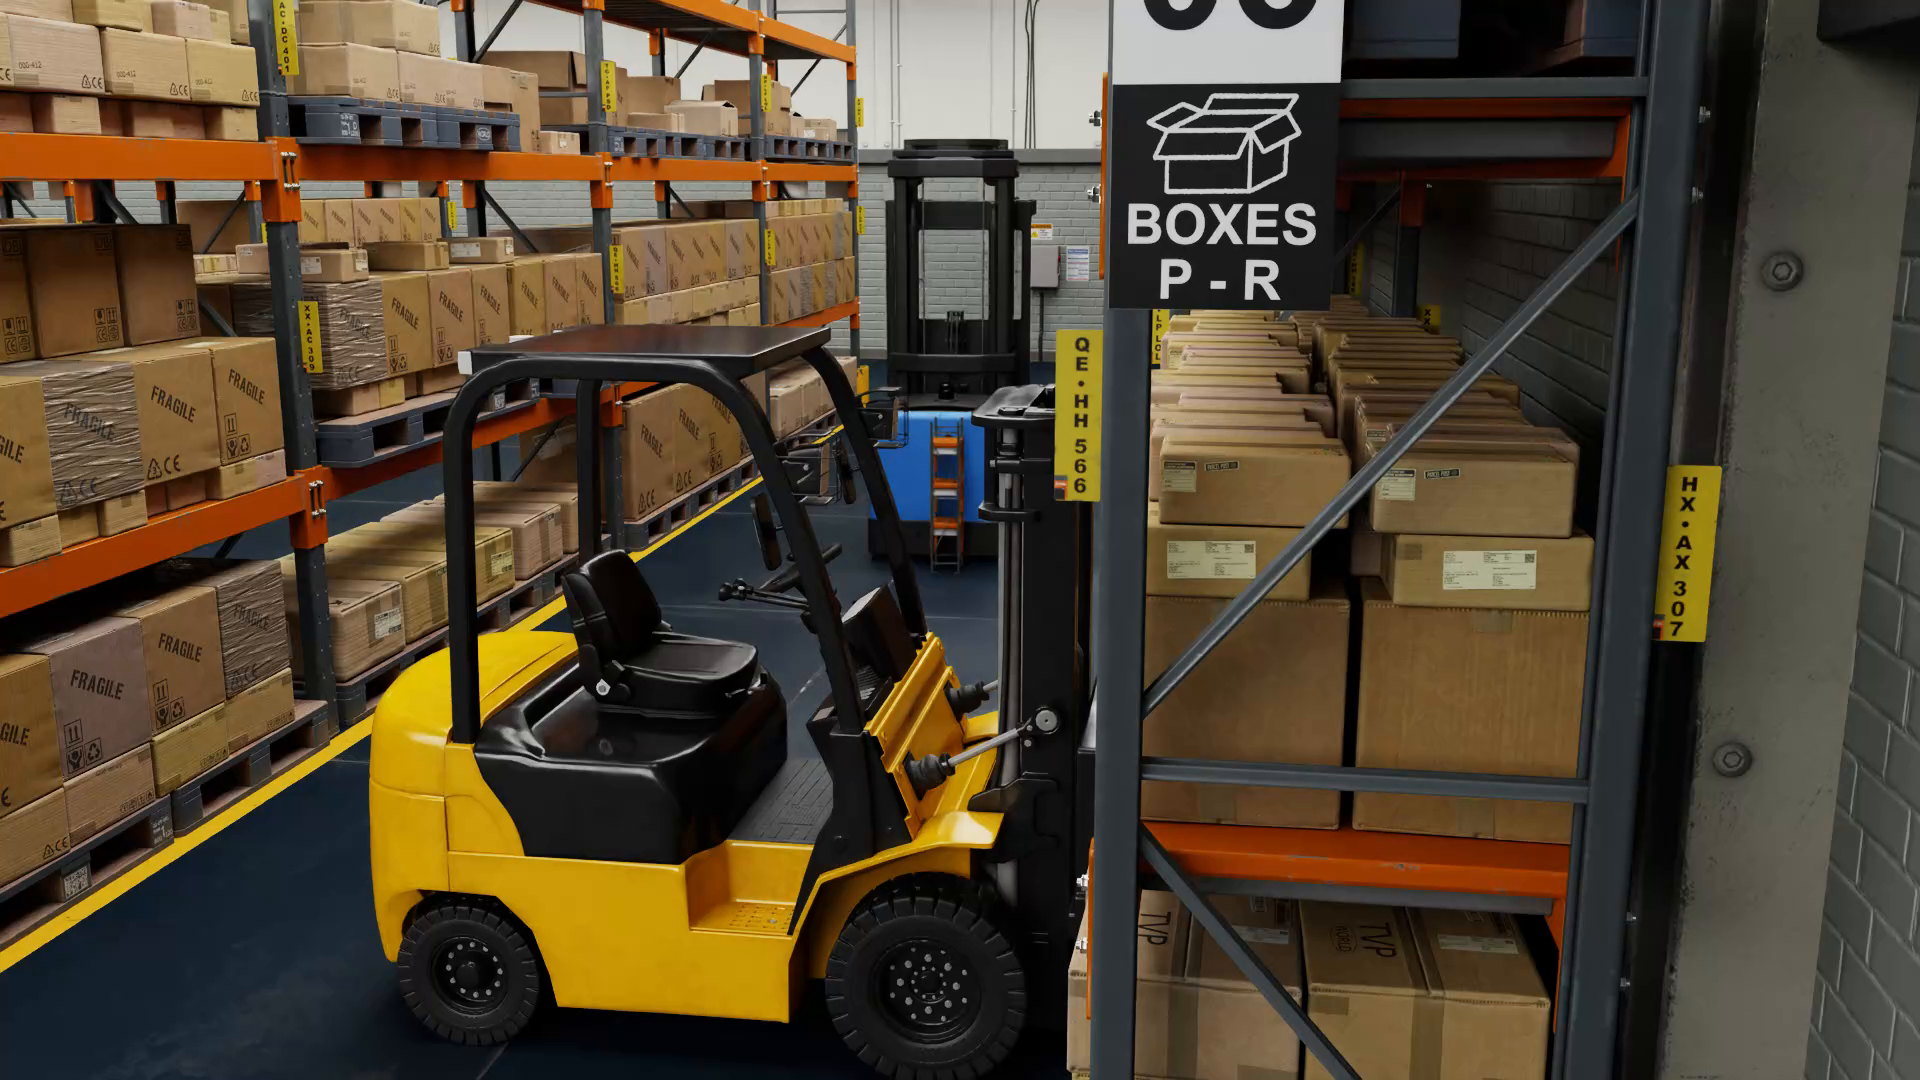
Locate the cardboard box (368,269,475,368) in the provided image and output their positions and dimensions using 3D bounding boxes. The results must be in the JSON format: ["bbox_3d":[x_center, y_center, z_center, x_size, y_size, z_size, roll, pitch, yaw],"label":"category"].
[{"bbox_3d":[-3.004,-1.219,9.091,0.500,0.500,0.500,2,12,8],"label":"cardboard box"}]

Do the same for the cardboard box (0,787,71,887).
[{"bbox_3d":[-3.586,1.068,5.948,0.500,0.250,0.500,3,12,12],"label":"cardboard box"}]

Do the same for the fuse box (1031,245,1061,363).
[{"bbox_3d":[1.217,-3.469,24.528,0.539,1.711,0.414,2,12,9],"label":"fuse box"}]

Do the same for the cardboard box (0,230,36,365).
[{"bbox_3d":[-4.012,-0.914,6.297,0.700,0.500,0.500,2,12,7],"label":"cardboard box"}]

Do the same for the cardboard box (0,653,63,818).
[{"bbox_3d":[-3.579,0.703,5.860,0.500,0.500,0.500,2,12,10],"label":"cardboard box"}]

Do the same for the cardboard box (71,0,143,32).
[{"bbox_3d":[-3.362,-2.019,6.325,0.380,0.149,0.250,2,12,10],"label":"cardboard box"}]

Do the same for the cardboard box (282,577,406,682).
[{"bbox_3d":[-3.448,0.445,8.548,0.950,0.372,0.625,2,12,9],"label":"cardboard box"}]

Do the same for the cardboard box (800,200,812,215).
[{"bbox_3d":[-1.738,-3.419,17.085,0.380,0.149,0.250,2,12,9],"label":"cardboard box"}]

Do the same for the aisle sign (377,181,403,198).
[{"bbox_3d":[-6.872,-4.458,19.887,0.394,0.787,0.004,2,12,9],"label":"aisle sign"}]

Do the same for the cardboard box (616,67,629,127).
[{"bbox_3d":[-2.926,-3.454,13.047,0.500,0.500,0.500,2,12,9],"label":"cardboard box"}]

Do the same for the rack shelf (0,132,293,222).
[{"bbox_3d":[-3.833,-1.223,5.636,1.077,0.370,4.000,2,12,9],"label":"rack shelf"}]

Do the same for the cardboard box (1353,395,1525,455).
[{"bbox_3d":[1.180,-0.266,4.125,0.380,0.149,0.250,2,12,9],"label":"cardboard box"}]

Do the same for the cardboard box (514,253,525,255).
[{"bbox_3d":[-3.208,-1.671,11.186,0.500,0.500,0.500,2,12,7],"label":"cardboard box"}]

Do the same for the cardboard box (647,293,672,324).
[{"bbox_3d":[-2.508,-1.733,12.586,0.500,0.250,0.500,2,12,10],"label":"cardboard box"}]

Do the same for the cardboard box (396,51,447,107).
[{"bbox_3d":[-2.963,-2.337,8.458,0.500,0.250,0.500,2,12,8],"label":"cardboard box"}]

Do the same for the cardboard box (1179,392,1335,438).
[{"bbox_3d":[0.744,-0.282,4.198,0.380,0.149,0.250,2,12,9],"label":"cardboard box"}]

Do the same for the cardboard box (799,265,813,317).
[{"bbox_3d":[-1.800,-2.536,16.904,0.500,0.500,0.500,2,12,9],"label":"cardboard box"}]

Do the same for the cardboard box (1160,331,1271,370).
[{"bbox_3d":[0.915,-0.658,5.945,0.380,0.149,0.250,2,12,10],"label":"cardboard box"}]

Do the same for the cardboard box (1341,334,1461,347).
[{"bbox_3d":[1.545,-0.639,5.856,0.380,0.149,0.250,2,12,8],"label":"cardboard box"}]

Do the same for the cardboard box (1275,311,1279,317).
[{"bbox_3d":[2.145,-1.489,10.506,0.380,0.149,0.250,2,12,10],"label":"cardboard box"}]

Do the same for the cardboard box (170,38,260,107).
[{"bbox_3d":[-3.328,-1.962,7.008,0.500,0.250,0.500,2,12,8],"label":"cardboard box"}]

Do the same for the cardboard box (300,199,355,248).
[{"bbox_3d":[-6.719,-3.311,17.419,0.500,0.500,0.500,2,12,10],"label":"cardboard box"}]

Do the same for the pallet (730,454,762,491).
[{"bbox_3d":[-2.340,-0.664,15.073,1.003,0.211,1.213,2,12,9],"label":"pallet"}]

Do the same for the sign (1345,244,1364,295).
[{"bbox_3d":[2.544,-1.746,10.727,0.100,0.325,0.005,2,12,9],"label":"sign"}]

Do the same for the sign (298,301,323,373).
[{"bbox_3d":[-2.988,-0.932,7.643,0.100,0.325,0.005,2,12,9],"label":"sign"}]

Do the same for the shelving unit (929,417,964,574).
[{"bbox_3d":[-0.089,-0.309,11.434,0.215,1.050,0.252,1,12,6],"label":"shelving unit"}]

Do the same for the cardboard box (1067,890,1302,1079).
[{"bbox_3d":[0.527,1.012,3.833,0.500,0.250,0.500,2,12,11],"label":"cardboard box"}]

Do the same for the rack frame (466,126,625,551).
[{"bbox_3d":[-2.911,-1.357,11.672,1.000,3.000,0.127,2,12,9],"label":"rack frame"}]

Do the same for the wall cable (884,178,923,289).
[{"bbox_3d":[-0.836,-4.709,24.739,0.585,1.953,0.123,2,12,9],"label":"wall cable"}]

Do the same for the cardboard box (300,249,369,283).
[{"bbox_3d":[-3.104,-1.328,8.055,0.380,0.149,0.250,2,12,8],"label":"cardboard box"}]

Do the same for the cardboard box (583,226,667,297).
[{"bbox_3d":[-2.526,-2.093,12.476,0.500,0.500,0.500,2,12,9],"label":"cardboard box"}]

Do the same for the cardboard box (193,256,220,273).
[{"bbox_3d":[-7.111,-2.557,15.425,0.380,0.149,0.250,2,12,7],"label":"cardboard box"}]

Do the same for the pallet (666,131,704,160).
[{"bbox_3d":[-2.695,-3.100,13.086,1.003,0.211,1.213,2,12,11],"label":"pallet"}]

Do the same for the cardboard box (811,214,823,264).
[{"bbox_3d":[-1.729,-3.135,17.310,0.500,0.500,0.500,2,12,8],"label":"cardboard box"}]

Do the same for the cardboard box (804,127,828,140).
[{"bbox_3d":[-1.646,-4.434,18.190,0.380,0.149,0.250,1,12,4],"label":"cardboard box"}]

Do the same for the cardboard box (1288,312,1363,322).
[{"bbox_3d":[1.926,-1.113,8.759,0.380,0.149,0.250,2,12,9],"label":"cardboard box"}]

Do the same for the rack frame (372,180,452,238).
[{"bbox_3d":[-6.587,-3.162,20.046,1.000,3.000,0.127,2,12,9],"label":"rack frame"}]

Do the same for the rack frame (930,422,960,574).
[{"bbox_3d":[-0.102,-0.283,11.316,0.200,1.050,0.008,1,12,6],"label":"rack frame"}]

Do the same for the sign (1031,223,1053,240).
[{"bbox_3d":[1.194,-4.547,24.514,0.339,0.242,0.001,2,12,9],"label":"sign"}]

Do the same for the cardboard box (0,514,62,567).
[{"bbox_3d":[-3.500,-0.006,6.000,0.380,0.149,0.250,2,12,9],"label":"cardboard box"}]

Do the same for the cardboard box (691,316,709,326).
[{"bbox_3d":[-2.366,-1.697,13.604,0.500,0.250,0.500,2,12,9],"label":"cardboard box"}]

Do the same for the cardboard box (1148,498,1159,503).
[{"bbox_3d":[0.551,-0.033,3.751,0.380,0.149,0.250,2,12,10],"label":"cardboard box"}]

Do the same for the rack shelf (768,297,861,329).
[{"bbox_3d":[-1.988,-2.255,17.543,1.077,0.370,4.000,2,12,9],"label":"rack shelf"}]

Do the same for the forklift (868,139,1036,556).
[{"bbox_3d":[0.013,-1.575,12.845,1.130,2.935,3.031,1,12,6],"label":"forklift"}]

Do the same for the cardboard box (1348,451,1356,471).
[{"bbox_3d":[1.331,-0.278,4.888,0.380,0.149,0.250,2,12,8],"label":"cardboard box"}]

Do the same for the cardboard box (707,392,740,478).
[{"bbox_3d":[-2.443,-1.037,14.230,0.875,0.875,0.875,2,12,10],"label":"cardboard box"}]

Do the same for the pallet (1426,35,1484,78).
[{"bbox_3d":[1.084,-1.356,4.756,1.003,0.211,1.213,2,12,9],"label":"pallet"}]

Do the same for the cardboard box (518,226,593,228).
[{"bbox_3d":[-3.019,-2.118,12.591,0.500,0.500,0.500,2,12,10],"label":"cardboard box"}]

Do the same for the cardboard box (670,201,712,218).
[{"bbox_3d":[-2.562,-3.119,15.696,0.380,0.149,0.250,2,12,7],"label":"cardboard box"}]

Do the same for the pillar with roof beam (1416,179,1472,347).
[{"bbox_3d":[-1.569,-3.969,9.549,9.100,9.000,0.400,2,12,9],"label":"pillar with roof beam"}]
